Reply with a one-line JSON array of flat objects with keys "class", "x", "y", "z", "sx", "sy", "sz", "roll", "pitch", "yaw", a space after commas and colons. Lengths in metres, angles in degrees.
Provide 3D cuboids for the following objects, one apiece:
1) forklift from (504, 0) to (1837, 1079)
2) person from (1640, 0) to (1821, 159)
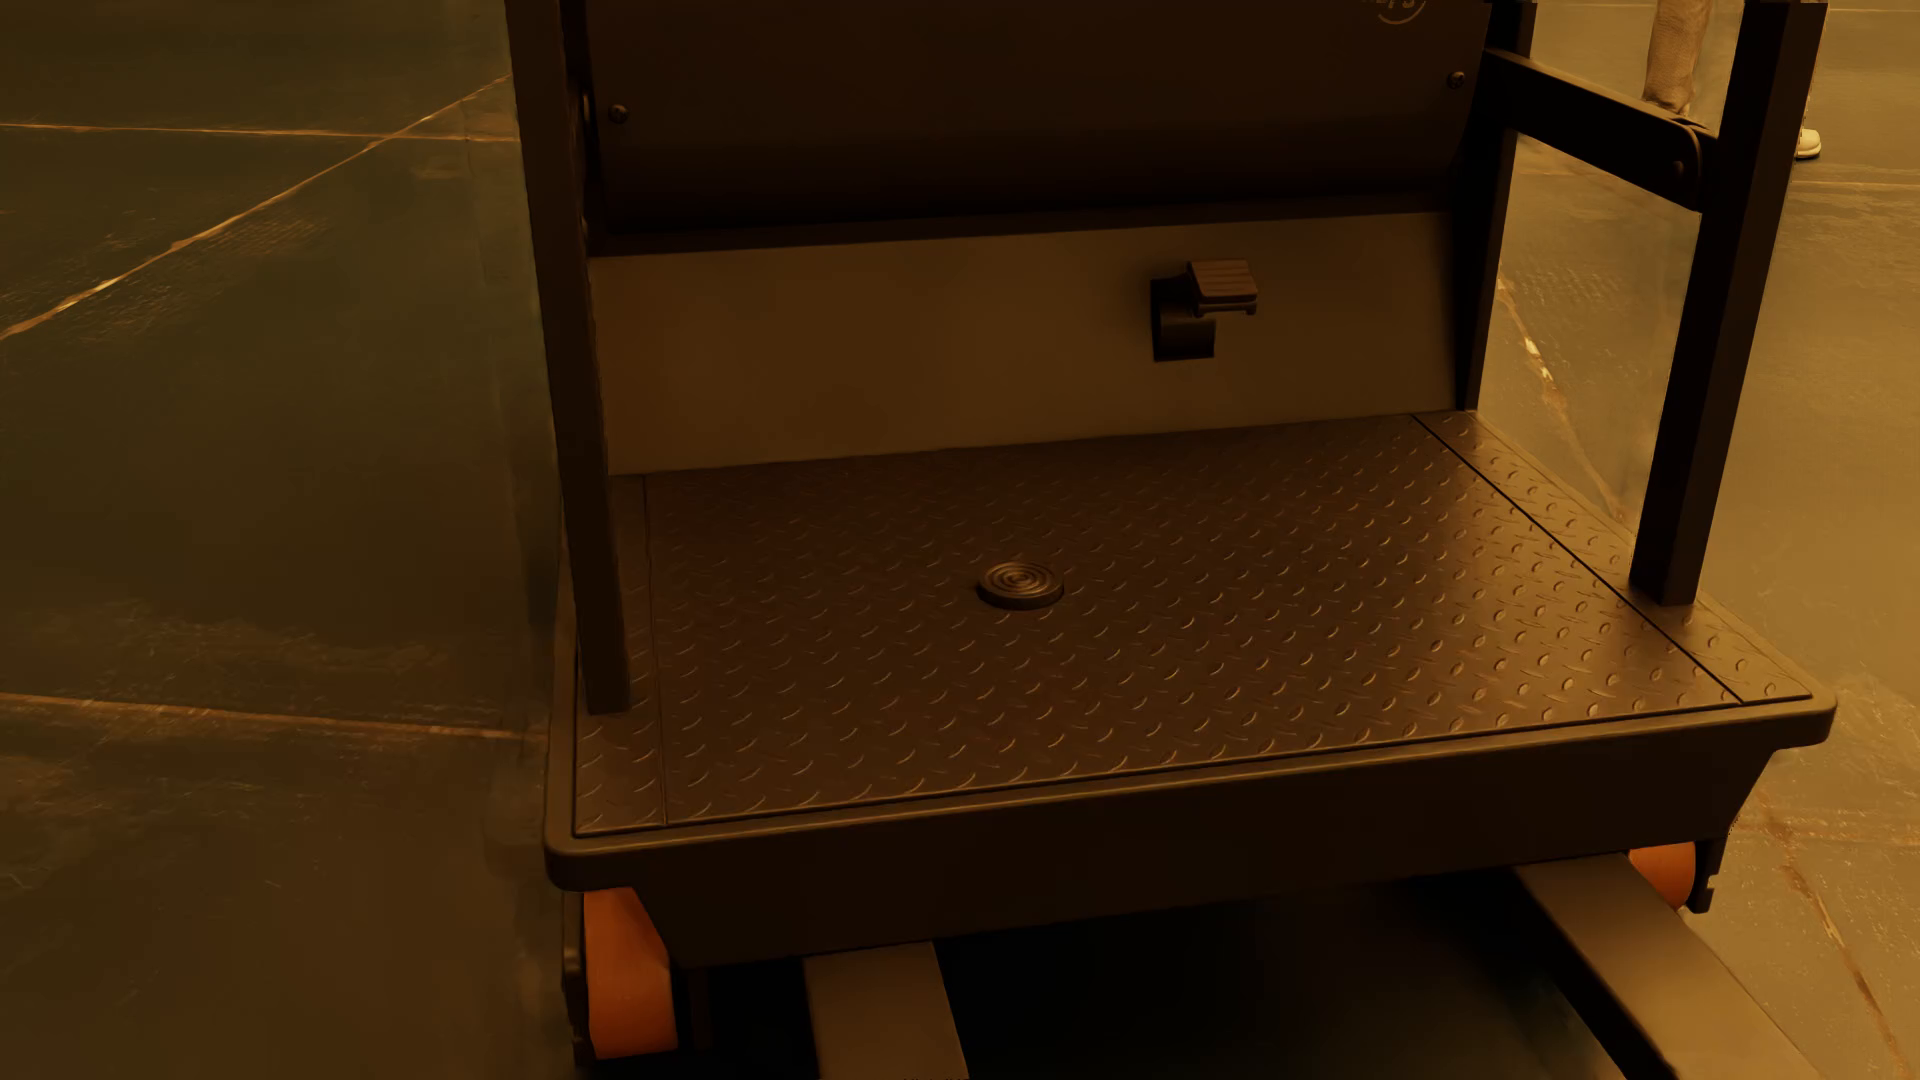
[{"class": "forklift", "x": 0.133, "y": -1.012, "z": 1.246, "sx": 1.130, "sy": 2.935, "sz": 3.031, "roll": -5, "pitch": 27, "yaw": -10}, {"class": "person", "x": 2.109, "y": -1.908, "z": 4.347, "sx": 0.589, "sy": 1.767, "sz": 0.464, "roll": 20, "pitch": 32, "yaw": 34}]
